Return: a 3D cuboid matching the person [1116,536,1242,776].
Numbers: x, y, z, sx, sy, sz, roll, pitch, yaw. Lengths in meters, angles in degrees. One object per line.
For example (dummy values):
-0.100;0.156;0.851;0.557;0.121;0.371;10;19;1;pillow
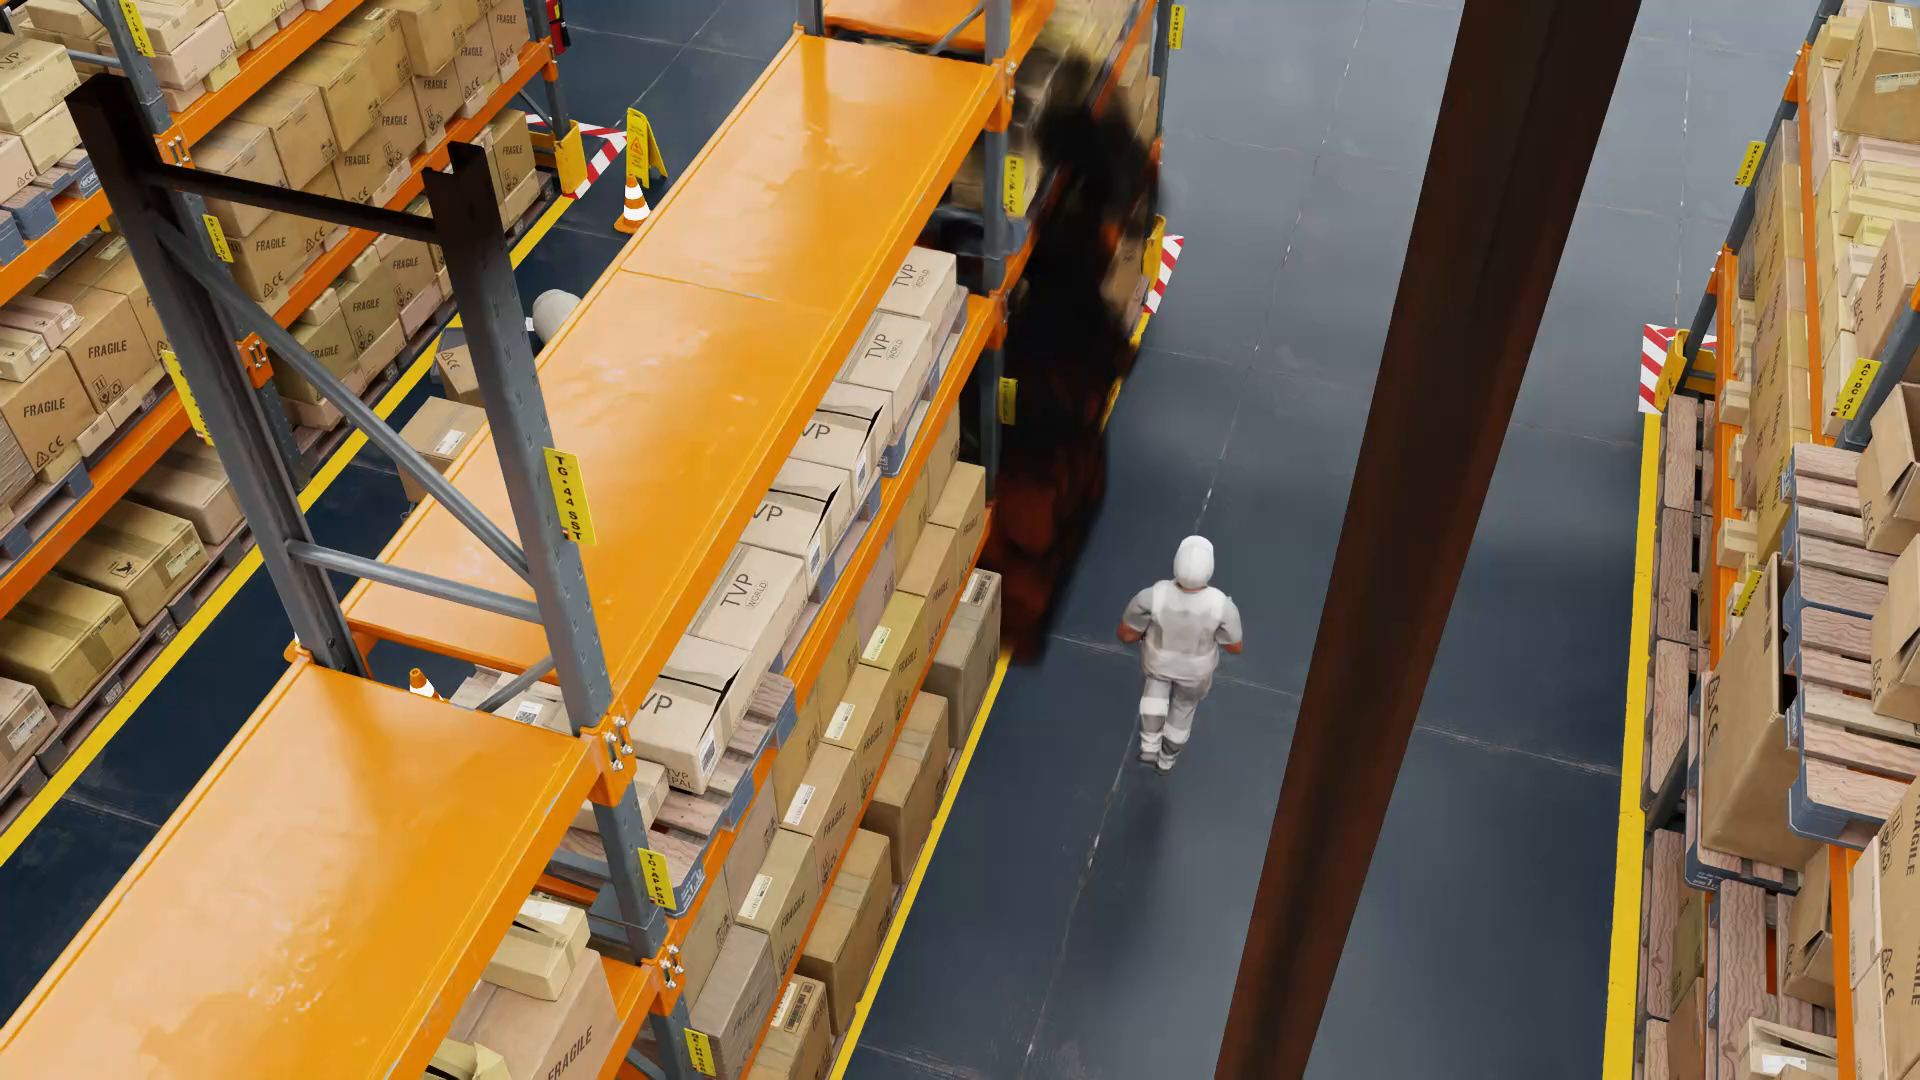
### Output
1.178;0.593;8.927;0.649;1.758;0.565;11;47;10;person
